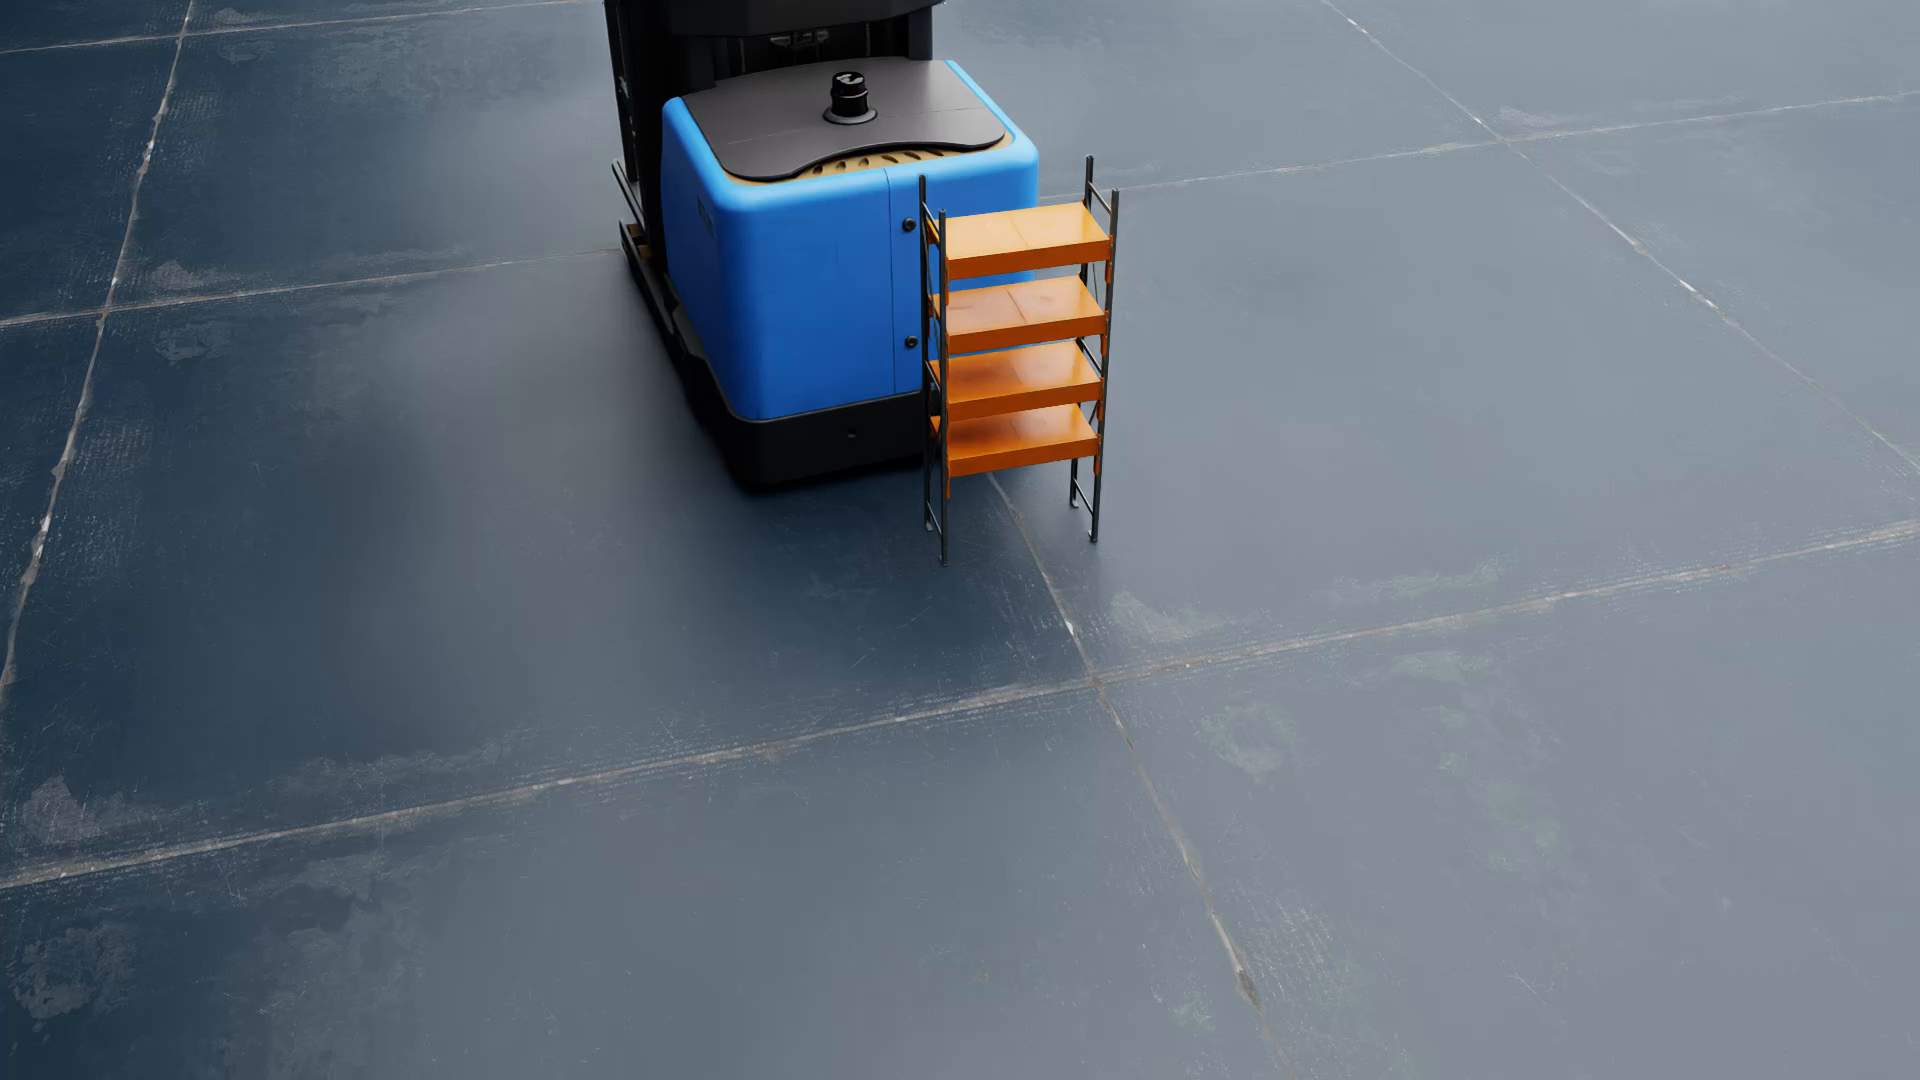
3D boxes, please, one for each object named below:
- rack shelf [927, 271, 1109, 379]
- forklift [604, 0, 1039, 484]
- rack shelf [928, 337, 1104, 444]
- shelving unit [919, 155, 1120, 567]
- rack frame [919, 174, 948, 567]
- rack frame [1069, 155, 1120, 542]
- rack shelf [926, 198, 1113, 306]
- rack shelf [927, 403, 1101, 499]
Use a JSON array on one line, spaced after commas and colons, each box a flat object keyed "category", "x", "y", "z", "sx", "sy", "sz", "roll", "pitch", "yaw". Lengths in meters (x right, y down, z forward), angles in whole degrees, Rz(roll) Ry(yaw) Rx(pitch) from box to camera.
[{"category": "rack shelf", "x": 0.160, "y": -0.627, "z": 4.825, "sx": 0.480, "sy": 0.148, "sz": 0.258, "roll": -9, "pitch": 38, "yaw": -12}, {"category": "forklift", "x": -0.724, "y": -2.241, "z": 5.767, "sx": 1.130, "sy": 2.935, "sz": 3.031, "roll": -12, "pitch": 39, "yaw": -16}, {"category": "rack shelf", "x": 0.160, "y": -0.449, "z": 4.961, "sx": 0.480, "sy": 0.148, "sz": 0.258, "roll": -9, "pitch": 38, "yaw": -12}, {"category": "shelving unit", "x": 0.160, "y": -0.503, "z": 4.920, "sx": 0.503, "sy": 1.200, "sz": 0.258, "roll": -9, "pitch": 38, "yaw": -12}, {"category": "rack frame", "x": -0.076, "y": -0.464, "z": 4.869, "sx": 0.015, "sy": 1.200, "sz": 0.240, "roll": -9, "pitch": 38, "yaw": -12}, {"category": "rack frame", "x": 0.395, "y": -0.541, "z": 4.970, "sx": 0.015, "sy": 1.200, "sz": 0.240, "roll": -9, "pitch": 38, "yaw": -12}, {"category": "rack shelf", "x": 0.160, "y": -0.815, "z": 4.681, "sx": 0.480, "sy": 0.148, "sz": 0.258, "roll": -9, "pitch": 38, "yaw": -12}, {"category": "rack shelf", "x": 0.160, "y": -0.292, "z": 5.081, "sx": 0.480, "sy": 0.148, "sz": 0.258, "roll": -9, "pitch": 38, "yaw": -12}]
